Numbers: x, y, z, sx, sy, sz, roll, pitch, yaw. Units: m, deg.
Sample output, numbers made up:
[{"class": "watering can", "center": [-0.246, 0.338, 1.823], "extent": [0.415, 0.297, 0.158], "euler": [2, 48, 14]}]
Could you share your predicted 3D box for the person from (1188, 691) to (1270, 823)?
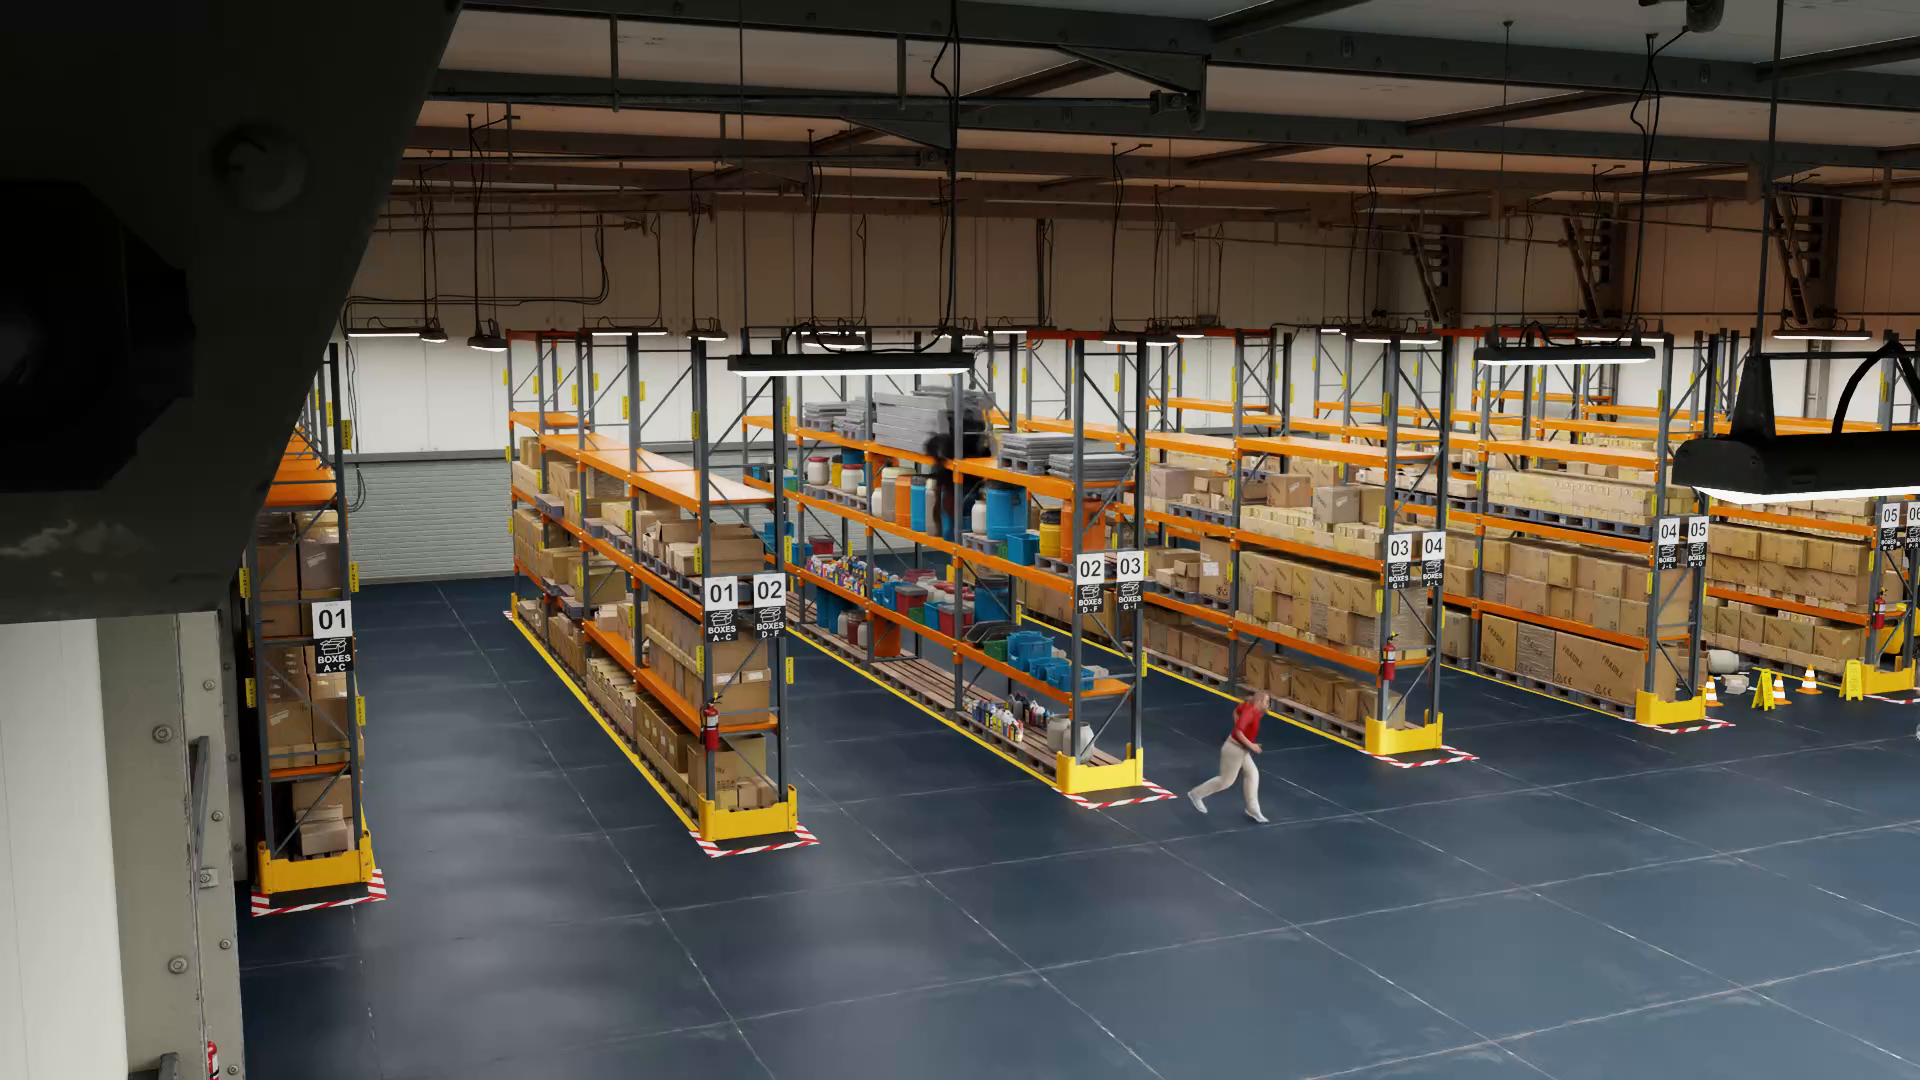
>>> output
[{"class": "person", "center": [3.385, 2.709, 20.886], "extent": [1.020, 1.696, 0.699], "euler": [1, 8, 10]}]

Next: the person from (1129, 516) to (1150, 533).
[{"class": "person", "center": [4.570, -0.194, 41.622], "extent": [0.741, 1.869, 0.710], "euler": [-4, 9, -30]}]
